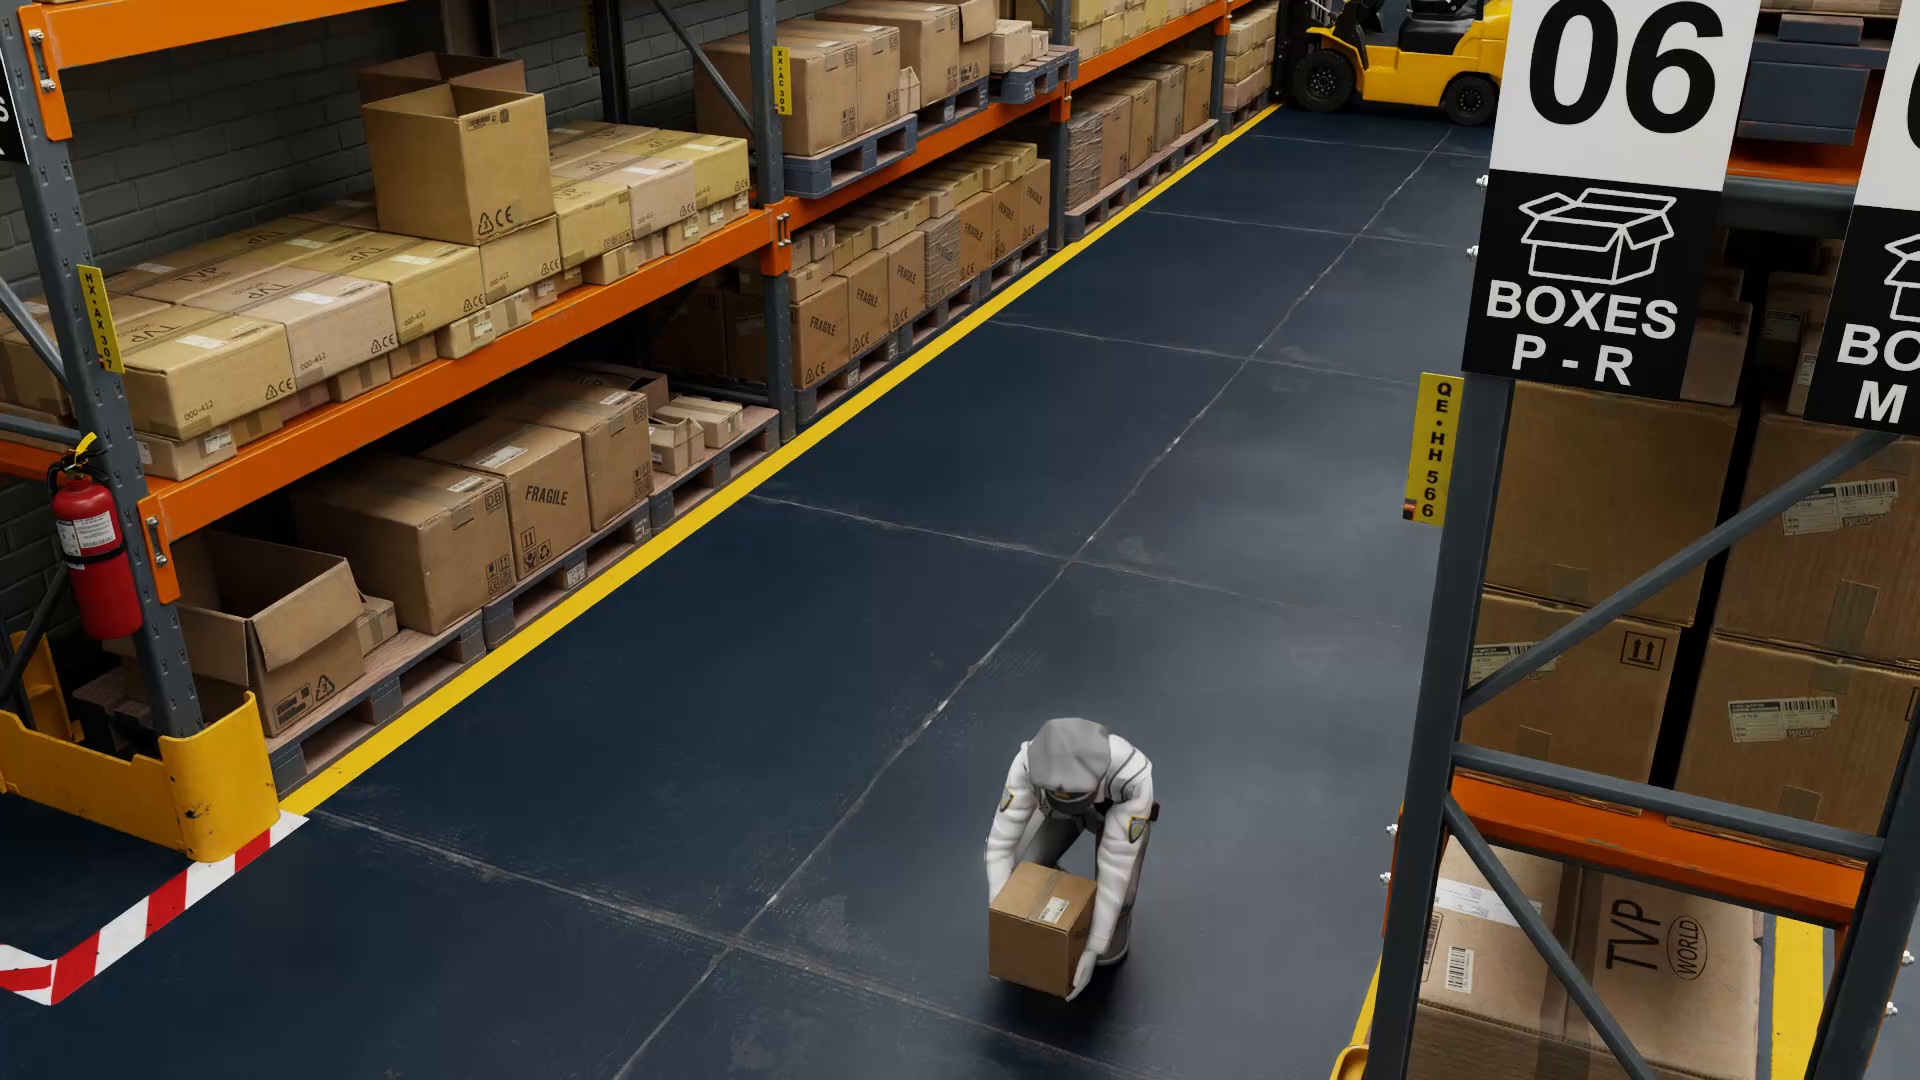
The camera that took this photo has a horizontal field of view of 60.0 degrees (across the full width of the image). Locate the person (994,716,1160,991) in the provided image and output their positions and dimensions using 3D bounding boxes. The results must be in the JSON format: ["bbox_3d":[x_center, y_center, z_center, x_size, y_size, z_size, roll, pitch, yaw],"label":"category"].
[{"bbox_3d":[0.367,0.879,5.123,0.472,0.983,0.830,10,28,19],"label":"person"}]
